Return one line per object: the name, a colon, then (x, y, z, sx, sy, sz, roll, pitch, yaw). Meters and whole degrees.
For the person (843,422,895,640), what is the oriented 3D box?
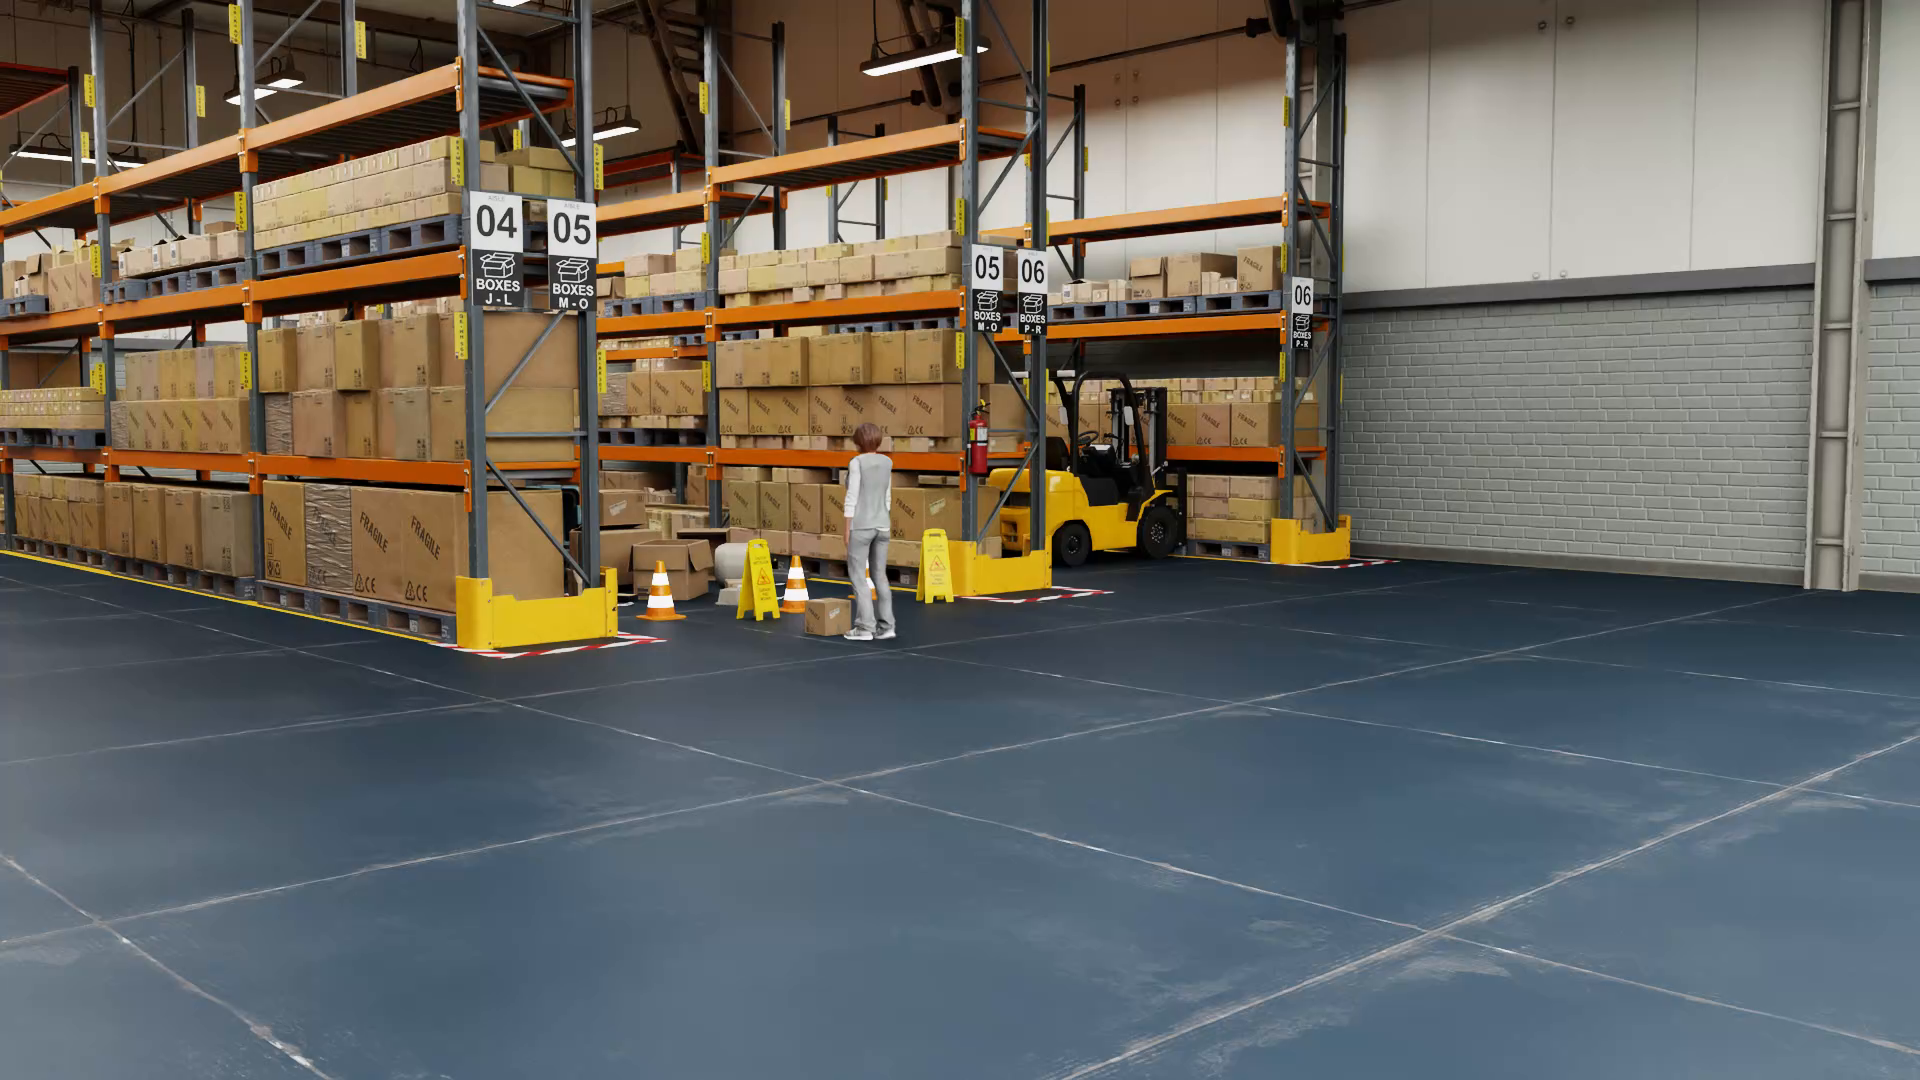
person: (-0.684, -0.052, 12.164, 0.406, 1.612, 0.300, -4, 6, -42)
